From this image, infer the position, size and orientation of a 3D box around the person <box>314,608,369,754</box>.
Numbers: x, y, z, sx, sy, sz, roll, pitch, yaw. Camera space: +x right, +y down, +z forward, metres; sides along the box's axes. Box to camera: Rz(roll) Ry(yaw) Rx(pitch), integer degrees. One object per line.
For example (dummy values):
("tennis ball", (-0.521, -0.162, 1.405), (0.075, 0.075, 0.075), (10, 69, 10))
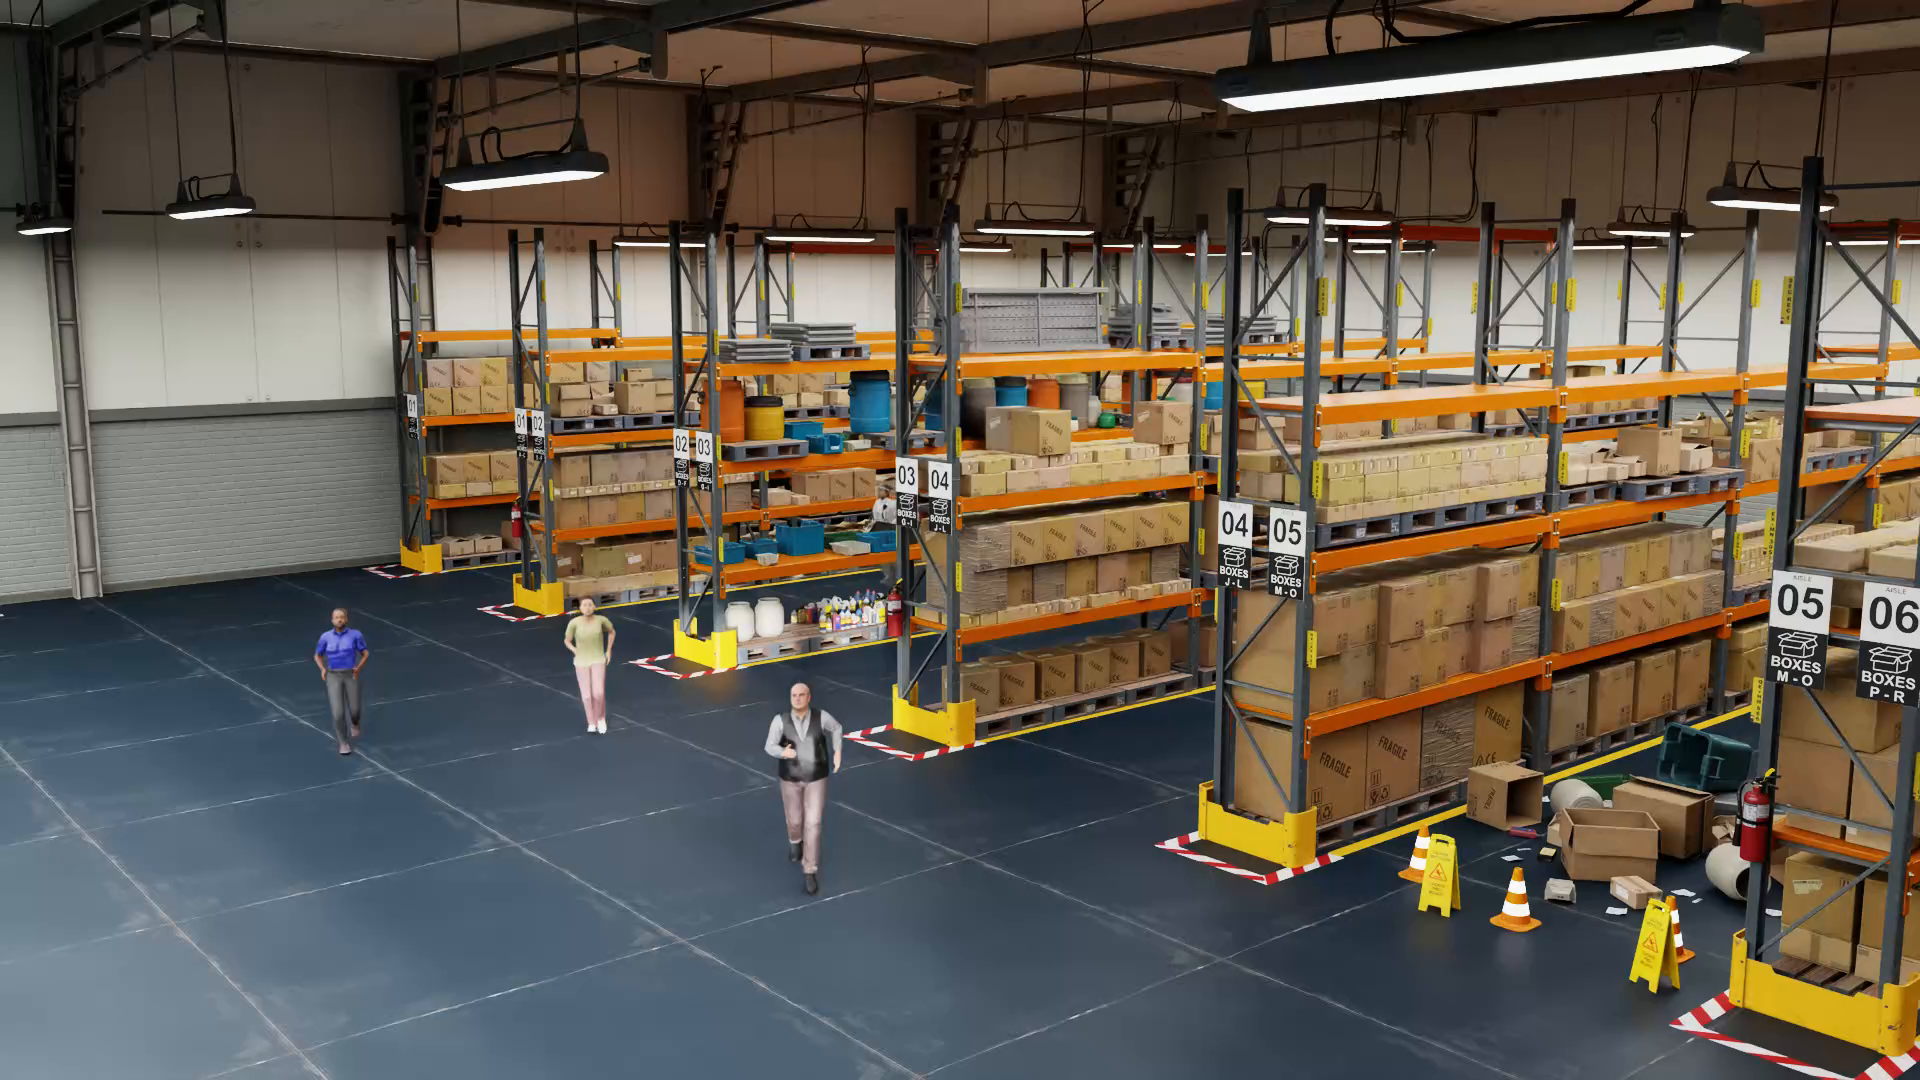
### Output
("person", (-6.874, 1.543, 18.510), (0.575, 1.603, 0.568), (-3, 9, -18))

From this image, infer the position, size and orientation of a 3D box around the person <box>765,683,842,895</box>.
("person", (-1.364, 2.092, 14.453), (0.665, 1.692, 1.025), (0, 9, 0))

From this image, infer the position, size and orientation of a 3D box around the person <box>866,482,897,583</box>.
("person", (-1.265, -0.116, 27.182), (0.592, 1.666, 0.481), (8, 12, 43))

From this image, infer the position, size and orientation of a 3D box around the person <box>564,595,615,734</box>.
("person", (-4.243, 1.430, 19.067), (0.562, 1.635, 0.616), (-1, 9, -8))
